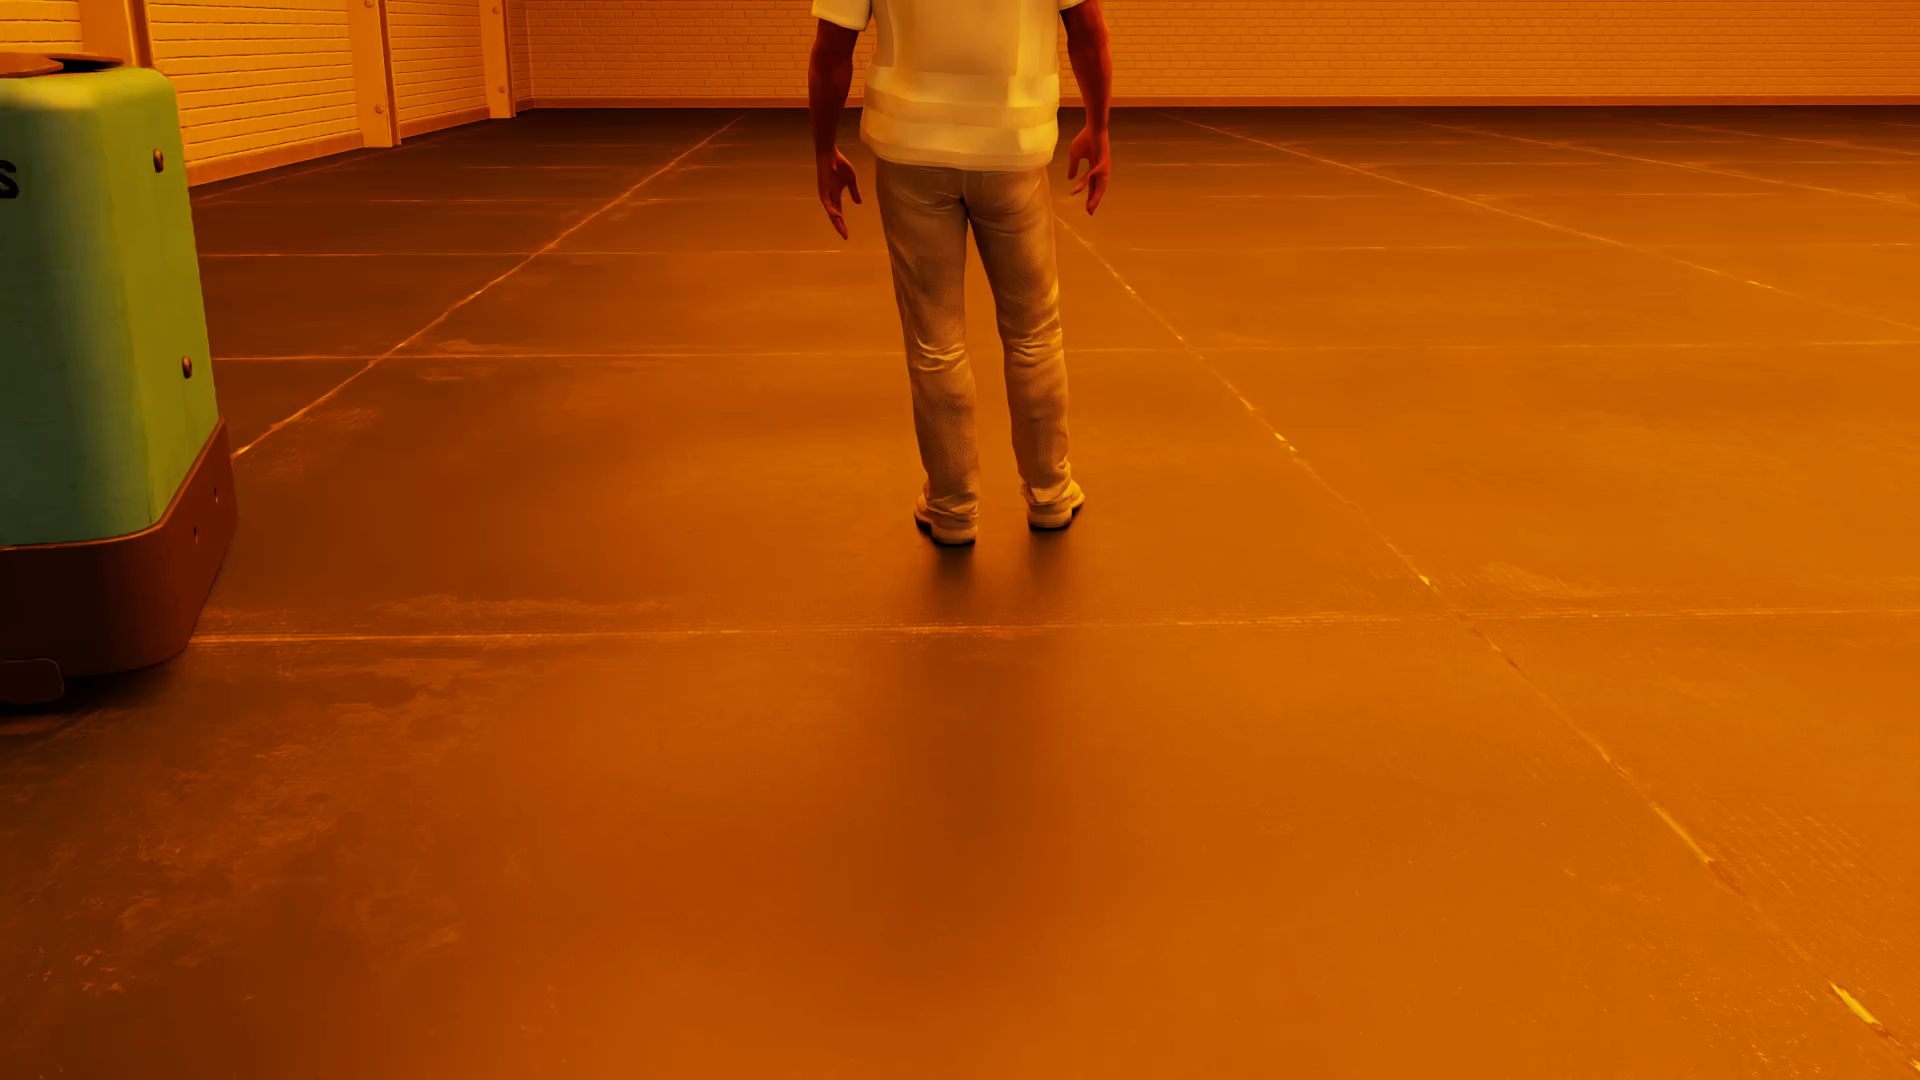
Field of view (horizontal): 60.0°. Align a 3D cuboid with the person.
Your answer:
[{"bbox_3d":[0.002,-0.872,3.724,0.666,1.765,0.577,-1,17,-3],"label":"person"}]

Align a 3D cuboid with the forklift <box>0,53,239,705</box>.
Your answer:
[{"bbox_3d":[-2.985,-1.130,2.601,3.031,2.935,1.130,-5,18,-16],"label":"forklift"}]
